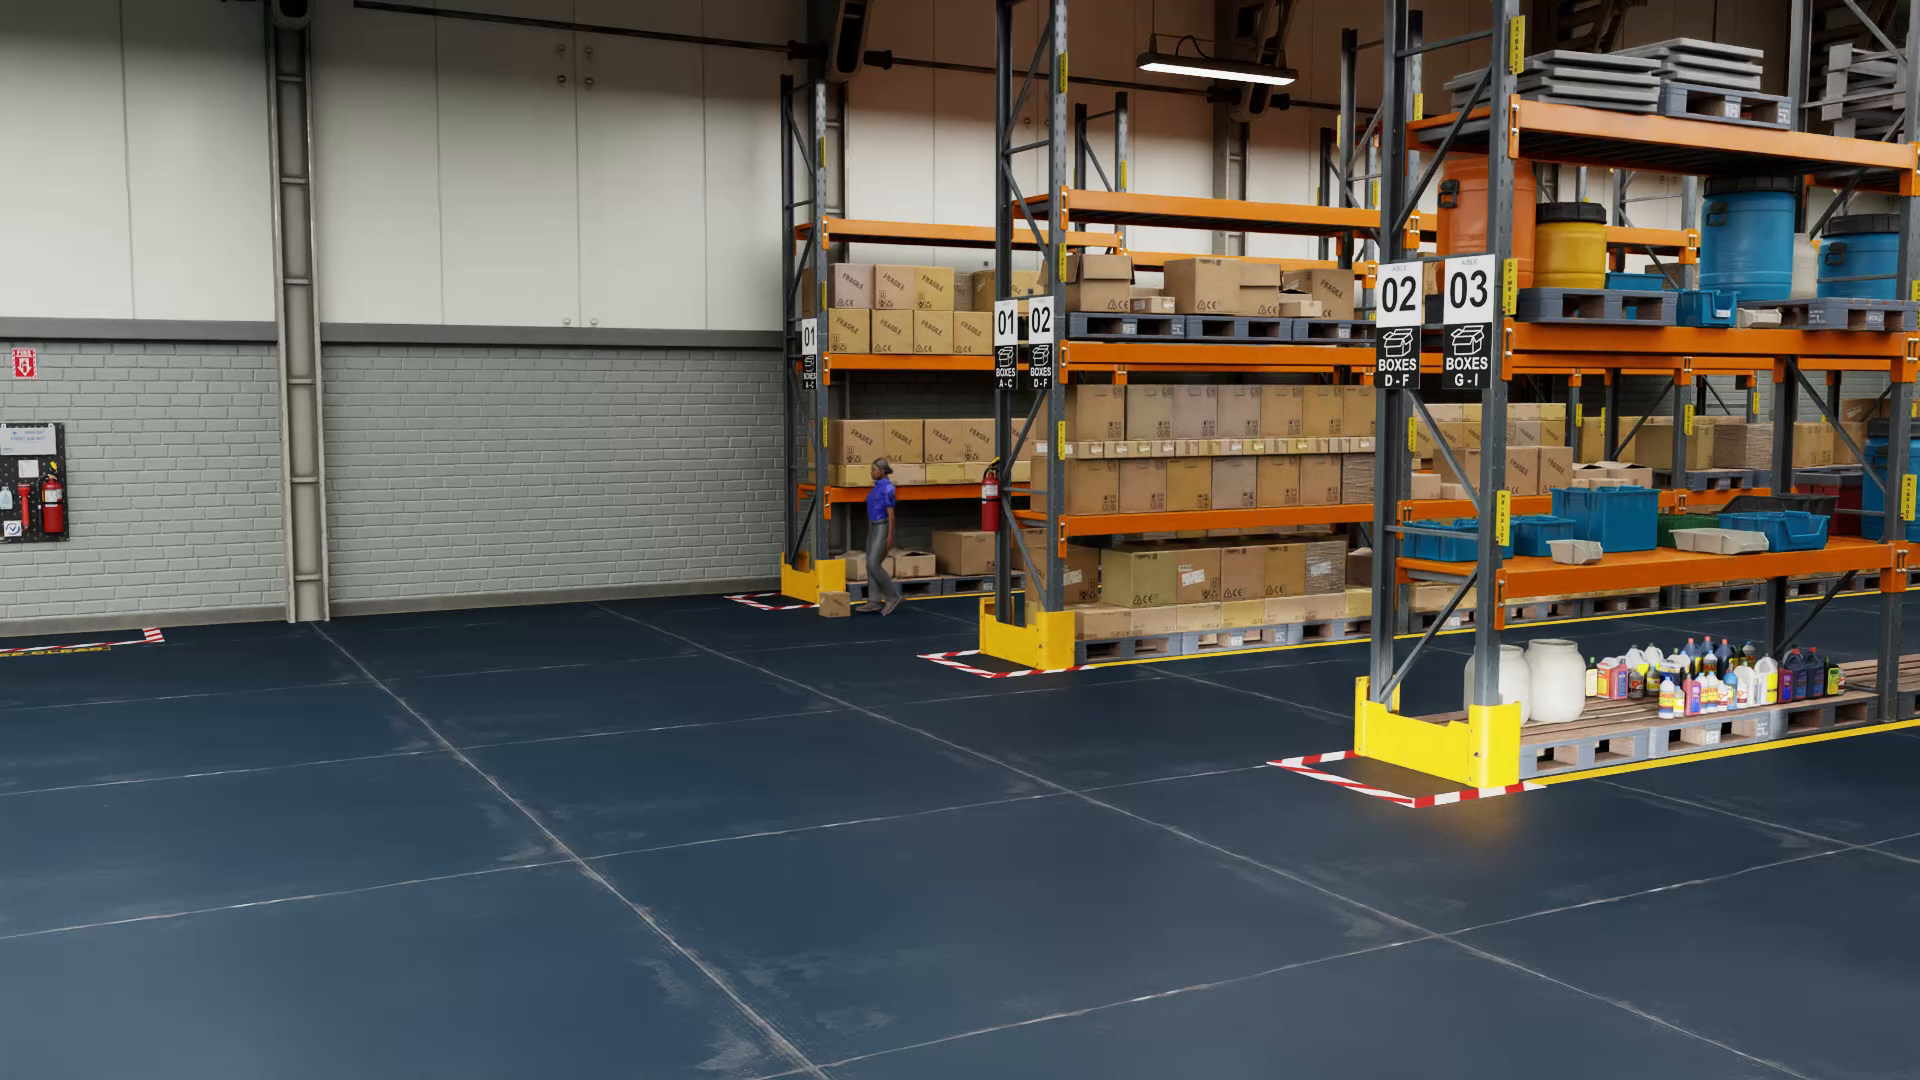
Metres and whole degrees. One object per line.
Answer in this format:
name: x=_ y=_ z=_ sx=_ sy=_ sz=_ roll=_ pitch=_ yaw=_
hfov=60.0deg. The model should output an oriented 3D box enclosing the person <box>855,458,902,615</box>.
person: x=-0.893 y=-0.037 z=17.906 sx=0.466 sy=1.695 sz=0.471 roll=-2 pitch=6 yaw=-21
